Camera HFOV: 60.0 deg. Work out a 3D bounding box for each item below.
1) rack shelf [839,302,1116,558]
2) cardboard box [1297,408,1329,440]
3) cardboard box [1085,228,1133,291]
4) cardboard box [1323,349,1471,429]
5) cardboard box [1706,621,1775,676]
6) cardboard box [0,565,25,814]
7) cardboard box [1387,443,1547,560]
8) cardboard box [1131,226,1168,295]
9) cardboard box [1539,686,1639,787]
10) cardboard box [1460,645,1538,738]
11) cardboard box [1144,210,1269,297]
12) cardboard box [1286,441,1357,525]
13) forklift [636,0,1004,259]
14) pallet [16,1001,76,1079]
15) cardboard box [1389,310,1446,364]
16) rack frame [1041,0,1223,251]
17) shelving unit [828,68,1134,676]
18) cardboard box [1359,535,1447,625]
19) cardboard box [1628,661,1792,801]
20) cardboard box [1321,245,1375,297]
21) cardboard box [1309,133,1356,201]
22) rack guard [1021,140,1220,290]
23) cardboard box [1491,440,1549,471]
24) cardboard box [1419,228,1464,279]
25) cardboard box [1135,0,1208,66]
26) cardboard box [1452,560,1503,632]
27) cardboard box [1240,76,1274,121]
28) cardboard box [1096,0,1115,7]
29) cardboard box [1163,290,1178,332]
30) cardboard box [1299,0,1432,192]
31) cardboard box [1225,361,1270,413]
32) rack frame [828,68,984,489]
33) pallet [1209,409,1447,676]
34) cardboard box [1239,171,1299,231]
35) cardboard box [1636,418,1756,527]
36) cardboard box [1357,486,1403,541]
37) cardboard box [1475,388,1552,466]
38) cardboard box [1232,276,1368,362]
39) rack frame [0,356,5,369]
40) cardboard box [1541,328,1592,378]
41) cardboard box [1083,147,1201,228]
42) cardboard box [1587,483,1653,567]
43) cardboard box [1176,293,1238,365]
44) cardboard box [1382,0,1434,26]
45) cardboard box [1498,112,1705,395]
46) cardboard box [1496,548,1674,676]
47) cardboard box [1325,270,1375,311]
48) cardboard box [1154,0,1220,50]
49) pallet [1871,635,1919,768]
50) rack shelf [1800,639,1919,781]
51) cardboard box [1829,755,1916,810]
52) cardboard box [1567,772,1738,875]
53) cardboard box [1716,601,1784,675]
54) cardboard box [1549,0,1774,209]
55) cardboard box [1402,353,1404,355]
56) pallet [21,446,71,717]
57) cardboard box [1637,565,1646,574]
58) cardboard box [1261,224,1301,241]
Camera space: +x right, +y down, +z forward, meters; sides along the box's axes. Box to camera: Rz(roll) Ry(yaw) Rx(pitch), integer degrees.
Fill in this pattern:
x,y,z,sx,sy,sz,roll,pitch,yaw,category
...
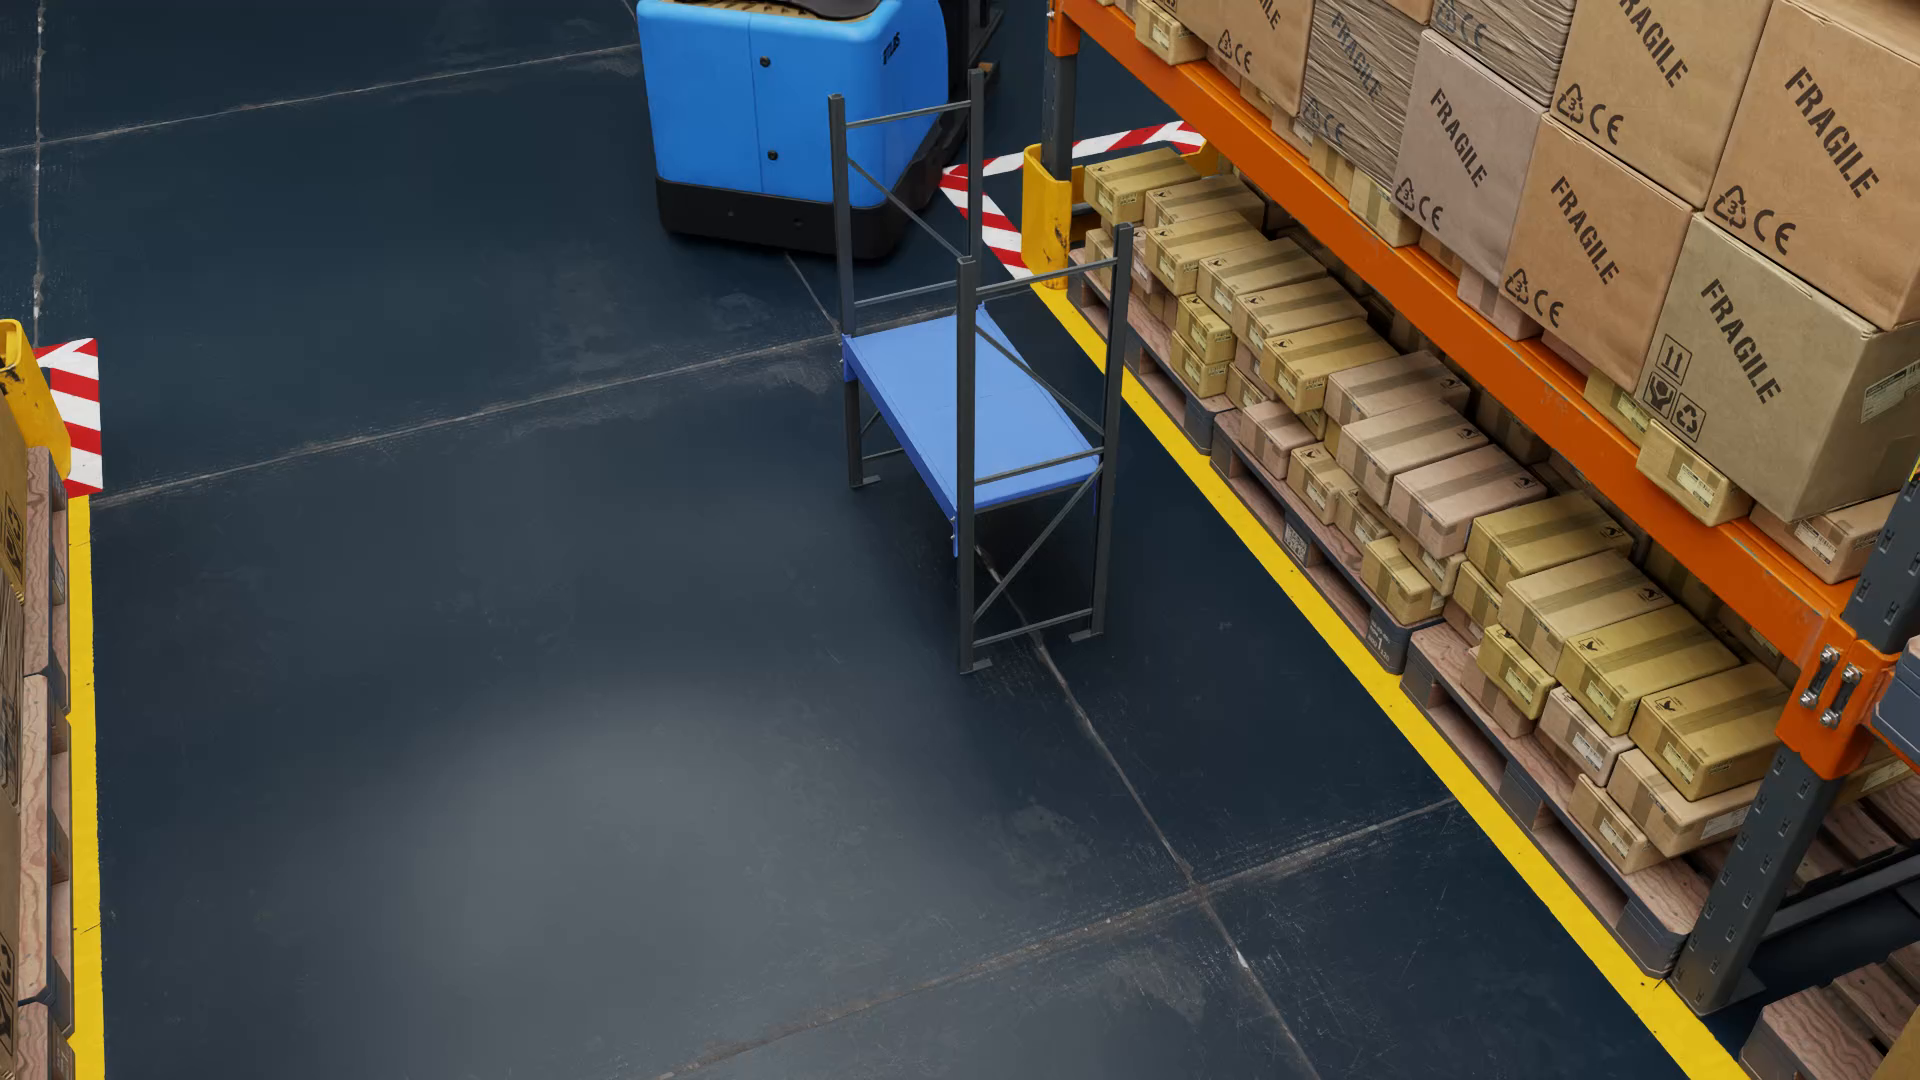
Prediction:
x,y,z,sx,sy,sz,roll,pitch,yaw,category
0.033,-0.381,5.319,0.538,0.185,1.000,-15,43,-17,rack shelf
1.339,-0.503,5.671,0.380,0.149,0.250,-13,42,-15,cardboard box
0.724,-1.150,6.651,0.380,0.149,0.250,-14,43,-16,cardboard box
1.412,-0.455,5.387,0.380,0.149,0.250,-15,43,-17,cardboard box
2.327,0.323,4.710,0.380,0.149,0.250,-15,43,-17,cardboard box
-3.135,0.270,4.443,0.875,0.875,0.875,-15,43,-17,cardboard box
1.520,-0.119,4.996,0.380,0.149,0.250,-17,44,-19,cardboard box
0.835,-1.099,6.364,0.380,0.149,0.250,-15,43,-17,cardboard box
1.820,0.481,4.526,0.380,0.149,0.250,-17,44,-19,cardboard box
1.702,0.393,4.857,0.380,0.149,0.250,-16,43,-18,cardboard box
0.900,-1.051,6.079,0.380,0.149,0.250,-15,43,-17,cardboard box
1.328,-0.221,5.571,0.380,0.149,0.250,-15,43,-17,cardboard box
-0.426,-3.268,7.303,1.130,2.935,3.031,10,42,12,forklift
-2.491,1.699,3.613,1.003,0.211,1.213,-15,43,-17,pallet
1.708,-0.719,5.694,0.380,0.149,0.250,-16,43,-18,cardboard box
0.819,-2.467,6.318,1.000,3.000,0.127,-15,43,-17,rack frame
0.033,-0.517,5.201,0.538,1.500,1.048,-15,43,-17,shelving unit
1.488,0.090,5.210,0.380,0.149,0.250,-15,43,-17,cardboard box
1.973,0.489,4.288,0.380,0.149,0.250,-14,43,-16,cardboard box
1.556,-1.053,6.082,0.380,0.149,0.250,-17,43,-19,cardboard box
1.284,-1.168,5.000,0.380,0.149,0.250,-14,43,-15,cardboard box
0.848,-1.473,7.080,1.175,0.500,0.348,-15,43,-17,rack guard
1.978,-0.317,5.455,0.380,0.149,0.250,-15,43,-17,cardboard box
1.522,-0.864,4.647,0.380,0.149,0.250,-16,43,-17,cardboard box
0.829,-1.776,5.708,0.380,0.149,0.250,-16,43,-18,cardboard box
1.696,0.149,4.913,0.380,0.149,0.250,-15,43,-16,cardboard box
1.136,-1.485,5.369,0.380,0.149,0.250,-16,43,-17,cardboard box
0.640,-2.095,6.078,0.380,0.149,0.250,-15,43,-17,cardboard box
1.001,-0.865,6.319,0.380,0.149,0.250,-15,43,-16,cardboard box
1.340,-1.358,4.724,0.500,0.500,0.500,-16,43,-18,cardboard box
1.183,-0.553,5.957,0.380,0.149,0.250,-15,43,-17,cardboard box
-0.162,-0.824,5.557,0.500,1.500,0.032,-15,43,-17,rack frame
1.589,-0.132,5.741,1.003,0.211,1.213,-15,43,-17,pallet
1.299,-1.349,6.427,0.380,0.149,0.250,-14,43,-16,cardboard box
1.825,-0.204,3.879,0.380,0.149,0.250,-16,43,-18,cardboard box
1.496,-0.166,5.279,0.380,0.149,0.250,-17,44,-19,cardboard box
1.893,-0.410,5.334,0.380,0.149,0.250,-17,43,-19,cardboard box
1.169,-0.752,5.733,0.380,0.149,0.250,-14,43,-15,cardboard box
-3.802,-1.290,4.950,1.000,3.000,0.127,-15,43,-17,rack frame
1.742,-0.552,4.284,0.380,0.149,0.250,-16,43,-18,cardboard box
0.705,-1.370,6.451,0.380,0.149,0.250,-17,44,-19,cardboard box
2.095,-0.093,4.965,0.380,0.149,0.250,-16,43,-18,cardboard box
1.008,-0.792,6.007,0.380,0.149,0.250,-14,43,-16,cardboard box
1.321,-1.733,4.393,0.500,0.500,0.500,-16,43,-18,cardboard box
1.706,-0.742,4.008,0.500,0.500,0.500,-16,43,-18,cardboard box
1.736,0.197,4.628,0.380,0.149,0.250,-15,43,-17,cardboard box
1.493,-0.911,6.145,0.380,0.149,0.250,-16,43,-17,cardboard box
0.964,-1.962,5.426,0.500,0.500,0.500,-15,43,-17,cardboard box
2.507,0.512,3.001,1.003,0.211,1.213,-15,43,-17,pallet
3.115,1.420,2.350,1.077,0.370,4.000,-15,43,-17,rack shelf
2.507,0.565,4.657,0.380,0.149,0.250,-17,44,-19,cardboard box
1.885,0.713,4.485,0.380,0.149,0.250,-15,43,-16,cardboard box
2.358,0.199,4.626,0.380,0.149,0.250,-13,42,-15,cardboard box
1.717,-1.113,3.672,0.500,0.500,0.500,-16,43,-18,cardboard box
1.776,-0.631,5.819,0.380,0.149,0.250,-13,42,-15,cardboard box
-3.424,0.229,5.322,1.003,0.211,1.213,-15,43,-17,pallet
2.099,0.022,5.060,0.380,0.149,0.250,-17,44,-19,cardboard box
1.335,-1.240,6.528,0.380,0.149,0.250,-16,43,-18,cardboard box
